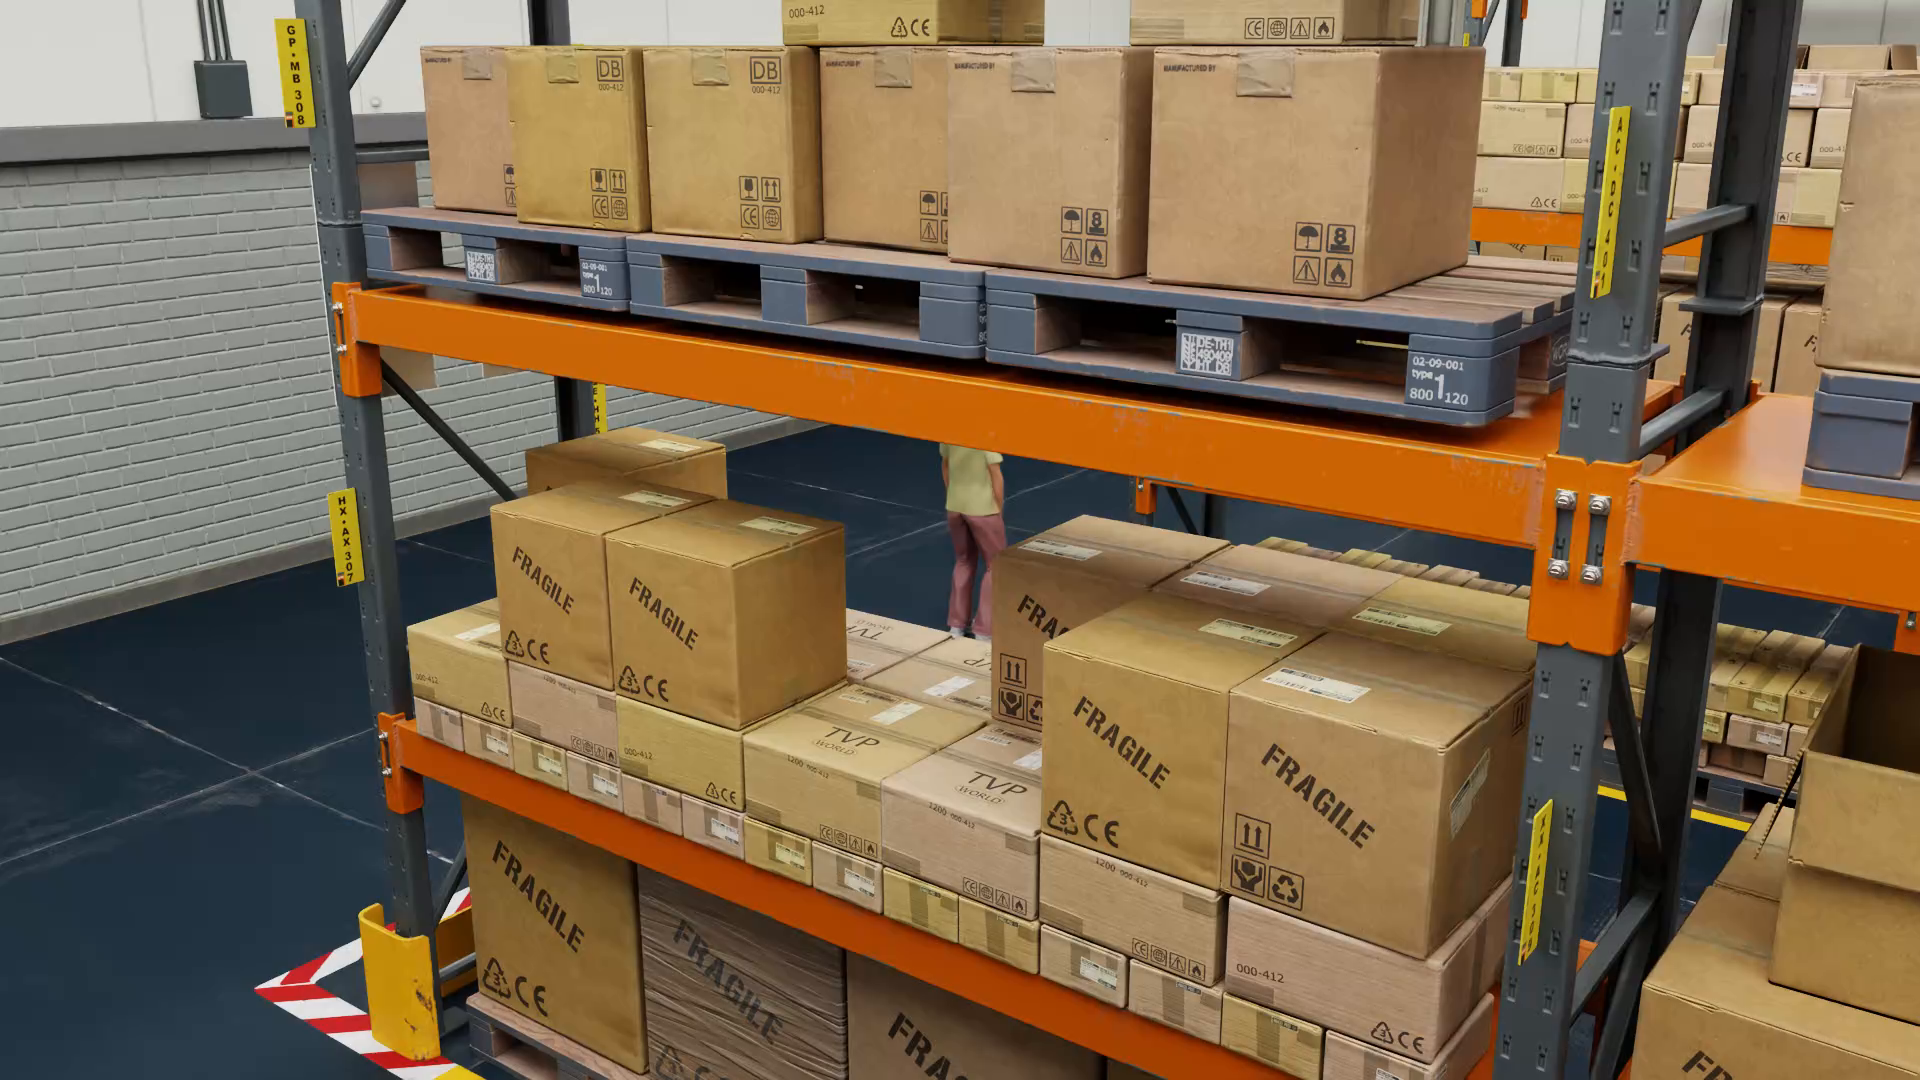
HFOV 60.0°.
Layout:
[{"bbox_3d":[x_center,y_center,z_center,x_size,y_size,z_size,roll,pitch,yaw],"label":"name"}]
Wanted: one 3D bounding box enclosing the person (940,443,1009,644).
[{"bbox_3d":[0.088,-0.168,10.210,0.463,1.624,0.354,13,21,37],"label":"person"}]
